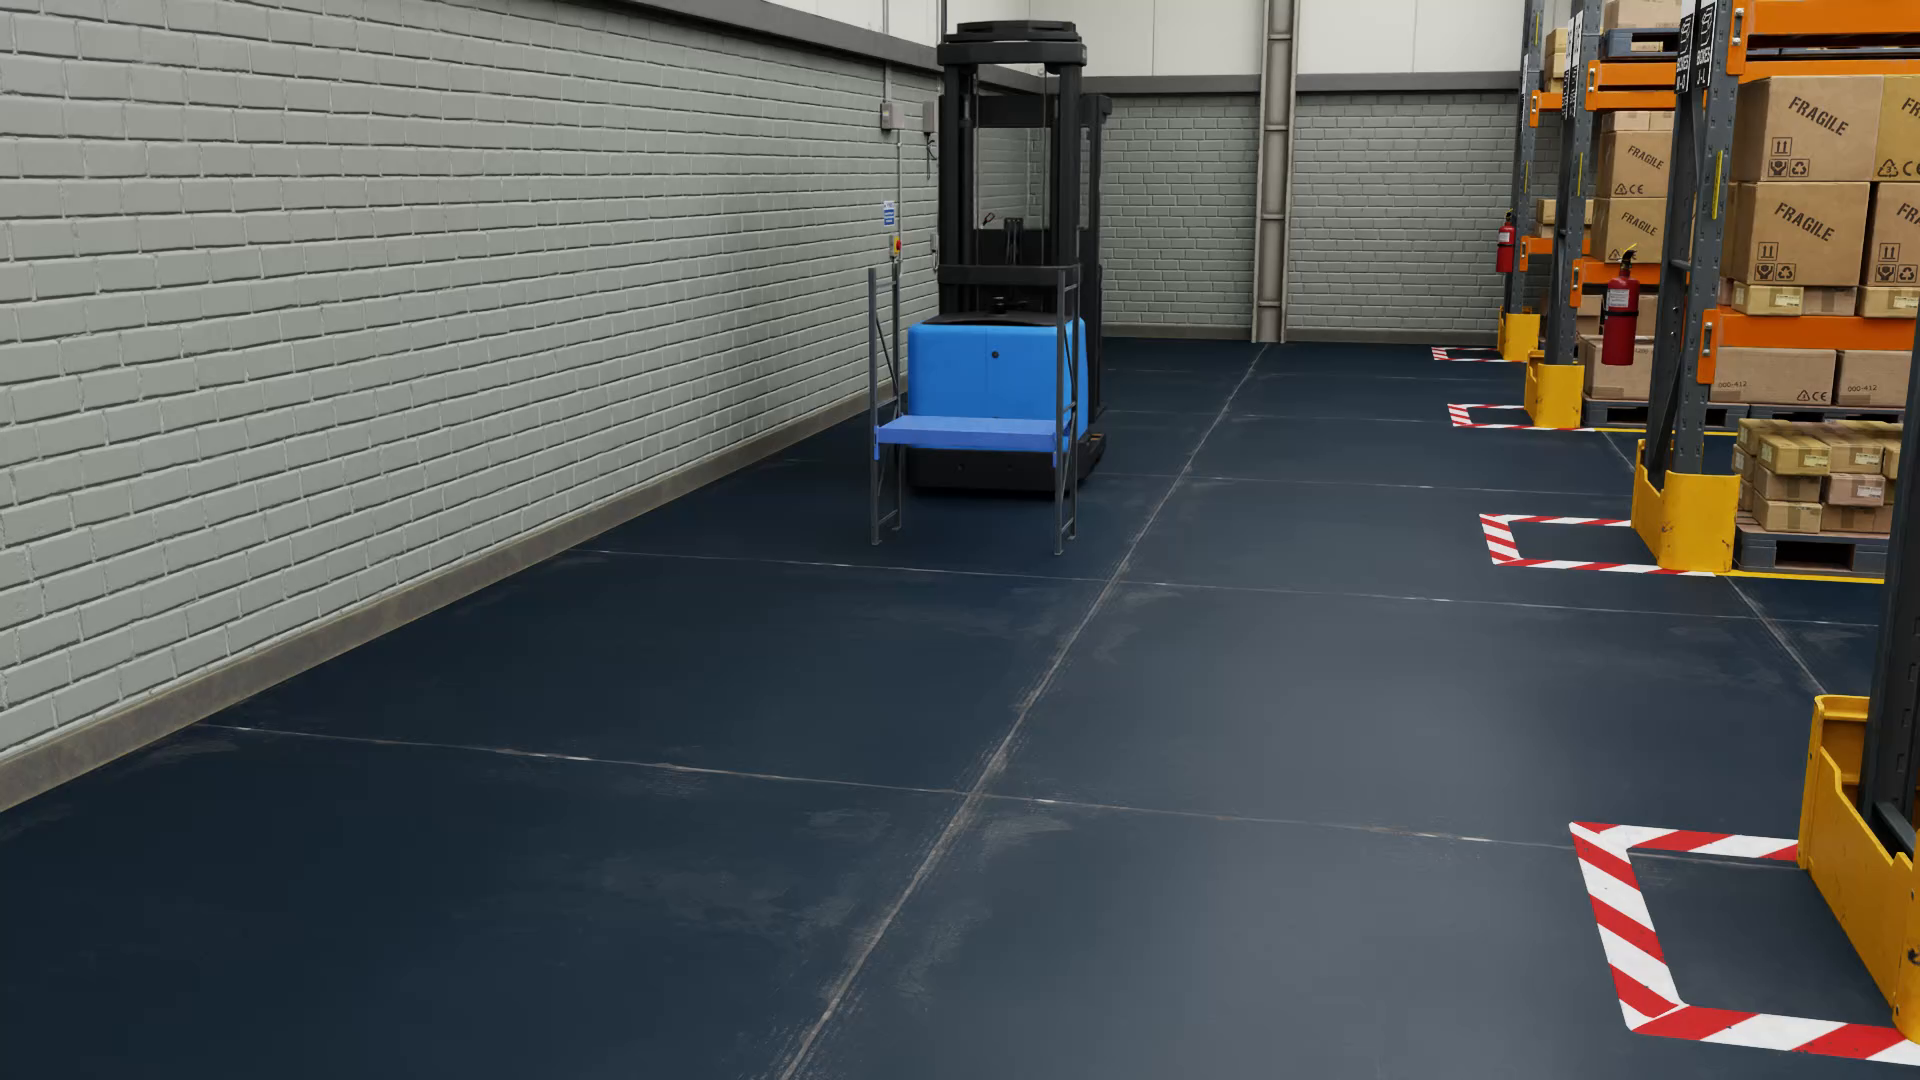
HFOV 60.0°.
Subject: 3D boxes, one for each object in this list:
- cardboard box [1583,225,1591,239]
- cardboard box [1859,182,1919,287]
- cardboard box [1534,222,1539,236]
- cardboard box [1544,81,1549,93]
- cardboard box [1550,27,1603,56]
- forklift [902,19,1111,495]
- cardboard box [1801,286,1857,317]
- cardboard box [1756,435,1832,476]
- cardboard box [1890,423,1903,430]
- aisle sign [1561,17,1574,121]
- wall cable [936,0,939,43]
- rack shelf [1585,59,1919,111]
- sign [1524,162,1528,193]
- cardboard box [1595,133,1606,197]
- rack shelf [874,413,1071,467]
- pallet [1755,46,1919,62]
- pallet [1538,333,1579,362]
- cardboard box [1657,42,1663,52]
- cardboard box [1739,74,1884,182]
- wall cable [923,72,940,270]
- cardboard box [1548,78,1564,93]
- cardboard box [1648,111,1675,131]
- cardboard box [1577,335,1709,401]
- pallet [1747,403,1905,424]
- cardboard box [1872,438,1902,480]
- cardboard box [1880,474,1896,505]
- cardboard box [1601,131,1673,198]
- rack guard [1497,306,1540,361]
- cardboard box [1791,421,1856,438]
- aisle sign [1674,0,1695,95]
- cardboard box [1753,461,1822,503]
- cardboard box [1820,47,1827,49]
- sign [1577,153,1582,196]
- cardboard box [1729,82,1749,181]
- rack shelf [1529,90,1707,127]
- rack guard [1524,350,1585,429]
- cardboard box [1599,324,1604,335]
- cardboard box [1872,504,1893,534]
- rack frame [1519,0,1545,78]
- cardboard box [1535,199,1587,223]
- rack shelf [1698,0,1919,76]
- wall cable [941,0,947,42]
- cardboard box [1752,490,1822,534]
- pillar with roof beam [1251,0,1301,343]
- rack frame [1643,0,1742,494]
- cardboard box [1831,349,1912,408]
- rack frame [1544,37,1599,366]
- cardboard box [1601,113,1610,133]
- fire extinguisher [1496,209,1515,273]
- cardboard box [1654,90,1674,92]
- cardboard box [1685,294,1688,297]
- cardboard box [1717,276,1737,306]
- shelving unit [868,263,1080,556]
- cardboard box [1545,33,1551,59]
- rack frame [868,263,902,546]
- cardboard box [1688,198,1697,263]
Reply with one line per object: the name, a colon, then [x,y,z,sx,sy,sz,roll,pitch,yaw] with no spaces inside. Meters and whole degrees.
cardboard box: [6.621,-3.319,17.848,0.250,0.149,0.380,3,13,15]
cardboard box: [4.731,-1.520,8.241,0.500,0.500,0.500,3,13,14]
cardboard box: [6.496,-3.436,18.377,0.250,0.149,0.380,3,13,13]
cardboard box: [6.476,-4.894,18.020,0.250,0.149,0.380,3,13,15]
cardboard box: [6.480,-5.224,17.436,0.500,0.250,0.500,3,13,13]
forklift: [0.427,-1.980,11.393,1.130,2.935,3.031,2,13,11]
cardboard box: [4.329,-1.217,8.373,0.250,0.149,0.380,4,13,16]
cardboard box: [4.263,-0.435,8.506,0.250,0.149,0.380,2,13,11]
cardboard box: [5.159,-0.521,8.893,0.250,0.149,0.380,3,13,11]
aisle sign: [4.928,-3.814,13.497,0.004,0.787,0.394,3,13,14]
wall cable: [-0.483,-5.799,14.593,0.029,3.000,2.355,3,13,14]
rack shelf: [6.866,-3.485,12.753,4.000,0.370,1.077,3,13,14]
sign: [5.980,-3.828,17.565,0.005,0.325,0.100,3,13,14]
cardboard box: [5.449,-3.038,13.461,0.500,0.500,0.500,4,13,15]
rack shelf: [0.083,-0.552,9.090,1.000,0.185,0.538,3,13,14]
pallet: [6.835,-3.798,12.705,1.213,0.211,1.003,3,13,14]
pallet: [6.958,-2.113,18.272,1.213,0.211,1.003,3,13,14]
cardboard box: [7.460,-5.171,17.195,0.500,0.250,0.500,3,13,13]
cardboard box: [4.208,-2.033,8.244,0.500,0.500,0.500,3,13,13]
wall cable: [-0.228,-3.558,16.001,0.122,1.984,0.588,3,13,14]
cardboard box: [6.363,-4.796,17.580,0.250,0.149,0.380,3,13,15]
cardboard box: [5.474,-3.254,12.939,0.250,0.149,0.380,3,13,15]
cardboard box: [5.589,-1.417,13.640,0.875,0.438,0.875,3,13,12]
pallet: [6.900,-1.026,13.369,1.213,0.211,1.003,3,13,14]
cardboard box: [4.774,-0.406,8.376,0.250,0.149,0.380,3,13,13]
cardboard box: [4.794,-0.287,8.526,0.250,0.149,0.380,3,13,14]
cardboard box: [5.322,-2.928,12.966,0.500,0.500,0.500,3,13,12]
rack guard: [6.183,-2.296,18.426,0.348,0.500,1.175,3,13,14]
cardboard box: [4.641,-0.534,8.954,0.250,0.149,0.380,3,13,15]
aisle sign: [3.837,-2.766,8.772,0.004,0.787,0.394,3,13,14]
cardboard box: [4.283,-0.307,8.617,0.250,0.149,0.380,4,13,16]
cardboard box: [8.951,-5.093,16.843,0.500,0.250,0.500,3,13,13]
sign: [4.785,-2.821,12.841,0.005,0.325,0.100,3,13,14]
cardboard box: [4.340,-2.140,8.730,0.500,0.500,0.500,3,13,12]
rack shelf: [8.051,-4.529,17.458,4.000,0.370,1.077,3,13,14]
rack guard: [4.901,-1.257,13.744,0.348,0.500,1.175,3,13,14]
cardboard box: [7.084,-2.251,18.067,0.250,0.149,0.380,3,13,11]
cardboard box: [4.784,-0.141,8.554,0.250,0.149,0.380,3,13,14]
rack frame: [6.110,-6.449,17.523,0.127,3.000,1.000,3,13,14]
cardboard box: [6.620,-3.624,18.301,0.500,0.250,0.500,3,13,15]
rack shelf: [5.778,-2.439,8.037,4.000,0.370,1.077,3,13,14]
wall cable: [0.221,-6.401,17.221,0.133,3.039,2.988,3,13,14]
cardboard box: [4.268,-0.148,8.589,0.250,0.149,0.380,3,13,15]
pillar with roof beam: [2.676,-5.873,14.928,0.400,9.000,9.100,3,13,14]
rack frame: [3.836,-1.430,8.752,0.127,3.000,1.000,3,13,14]
cardboard box: [7.354,-1.324,13.221,0.875,0.438,0.875,3,13,12]
rack frame: [4.924,-2.476,13.468,0.127,3.000,1.000,3,13,14]
cardboard box: [5.320,-3.353,13.384,0.250,0.149,0.380,3,13,14]
fire extinguisher: [5.856,-3.210,17.818,0.183,0.674,0.296,3,13,14]
cardboard box: [7.342,-4.724,17.258,0.250,0.149,0.380,3,13,13]
cardboard box: [7.991,-2.352,17.710,0.500,0.500,0.500,3,13,15]
cardboard box: [4.220,-1.349,8.971,0.250,0.149,0.380,3,13,14]
shelving unit: [0.083,-0.728,9.051,1.048,1.500,0.538,3,13,14]
cardboard box: [6.608,-5.336,17.939,0.500,0.250,0.500,3,13,12]
rack frame: [-0.411,-0.754,9.170,0.032,1.500,0.500,3,13,14]
cardboard box: [5.819,-2.419,12.980,0.500,0.500,0.500,3,13,13]
